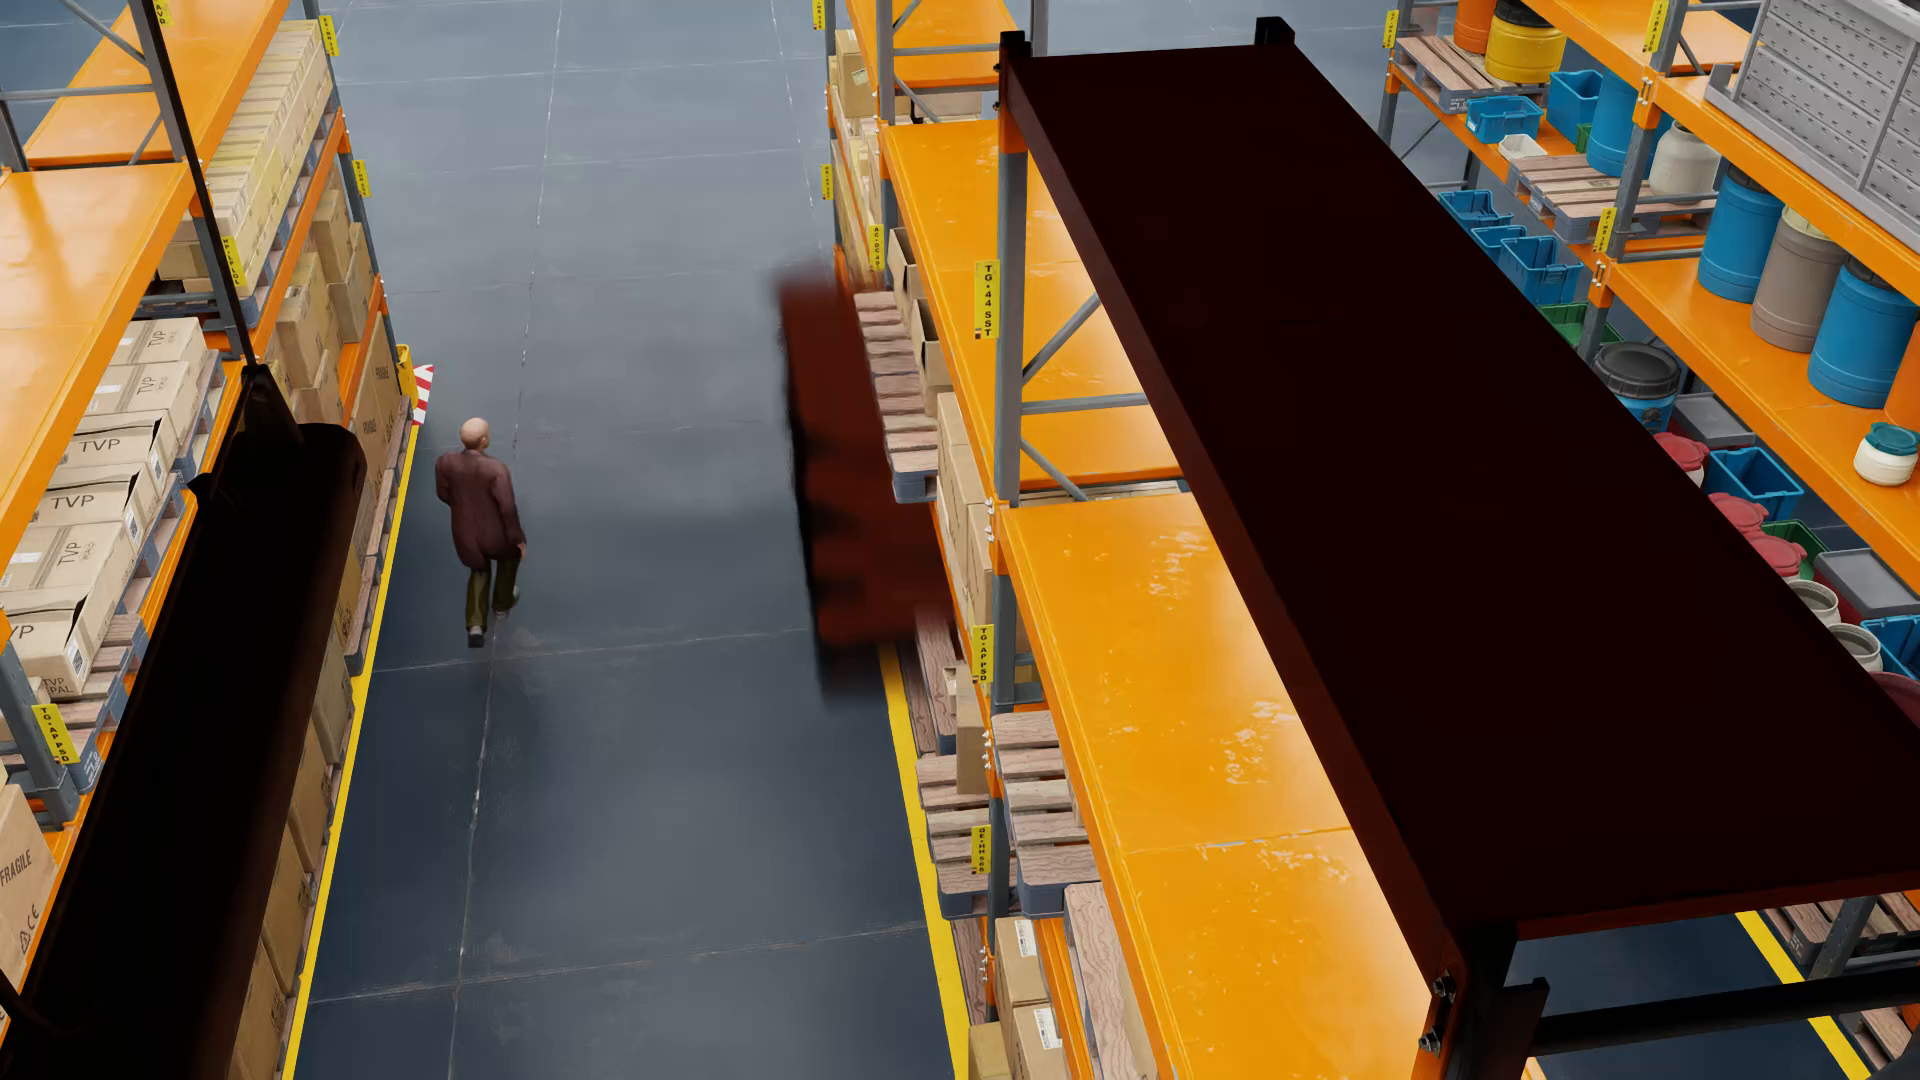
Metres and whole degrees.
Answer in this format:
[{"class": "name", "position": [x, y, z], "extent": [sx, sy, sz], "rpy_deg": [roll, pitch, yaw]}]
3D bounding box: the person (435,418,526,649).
[{"class": "person", "position": [-3.320, -0.035, 11.650], "extent": [0.620, 1.744, 0.794], "rpy_deg": [3, 36, 3]}]
